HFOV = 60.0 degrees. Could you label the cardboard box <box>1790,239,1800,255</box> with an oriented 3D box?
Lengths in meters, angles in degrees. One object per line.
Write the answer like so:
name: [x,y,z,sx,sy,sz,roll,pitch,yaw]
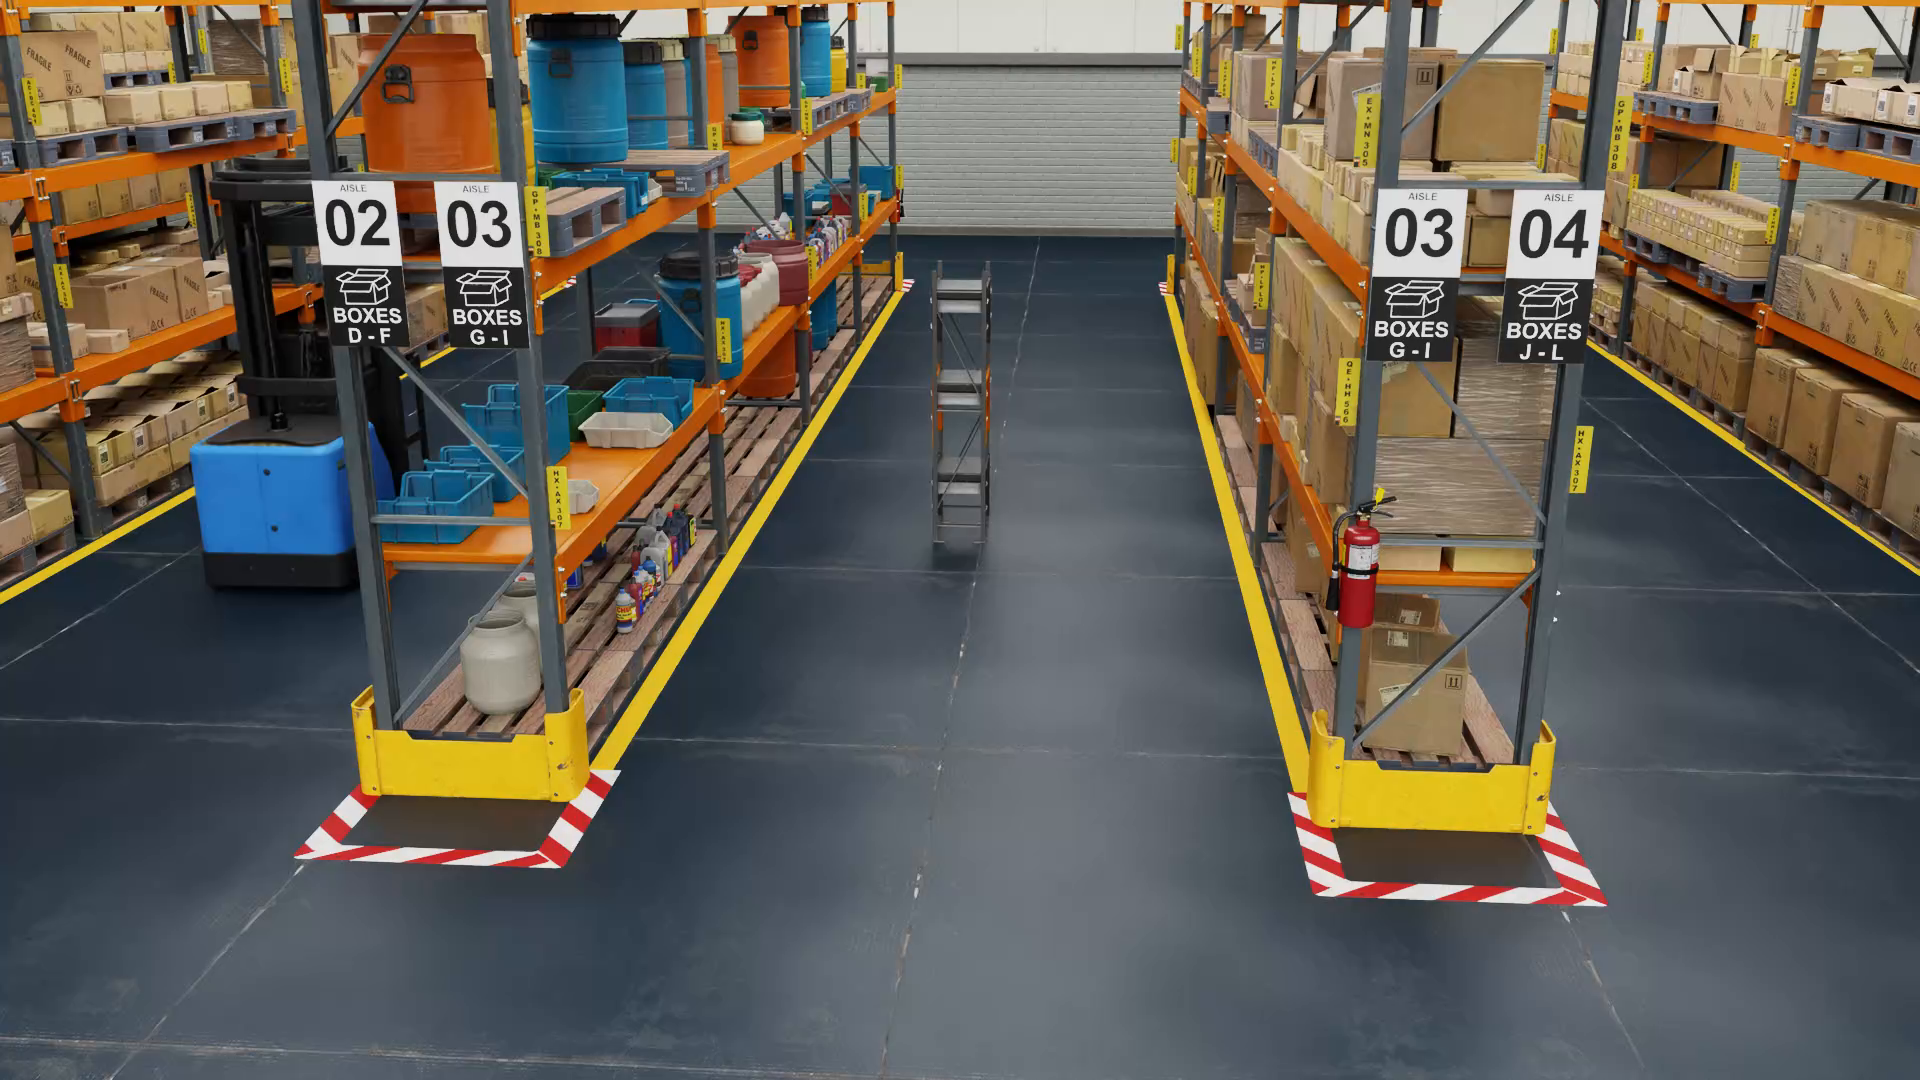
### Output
cardboard box: [8.154,-2.775,15.826,0.380,0.149,0.250,2,18,7]

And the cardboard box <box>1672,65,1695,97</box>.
cardboard box: [7.916,-4.880,17.650,0.500,0.311,0.500,1,18,3]

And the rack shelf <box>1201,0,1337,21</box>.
rack shelf: [3.105,-5.406,16.767,1.077,0.370,4.000,1,18,4]

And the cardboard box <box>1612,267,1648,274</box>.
cardboard box: [8.677,-3.442,21.559,0.380,0.149,0.250,2,18,6]

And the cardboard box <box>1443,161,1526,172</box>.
cardboard box: [2.761,-1.923,8.758,0.380,0.149,0.250,1,18,4]

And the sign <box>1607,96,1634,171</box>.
sign: [2.930,-1.810,7.408,0.100,0.325,0.005,1,18,4]

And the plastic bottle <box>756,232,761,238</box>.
plastic bottle: [-2.223,-3.227,18.161,0.097,0.271,0.097,0,18,0]

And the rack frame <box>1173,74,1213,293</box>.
rack frame: [3.535,-4.950,23.214,1.000,3.000,0.127,1,18,4]

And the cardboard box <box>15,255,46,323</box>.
cardboard box: [-11.490,-3.013,20.079,0.750,0.750,0.750,1,18,5]

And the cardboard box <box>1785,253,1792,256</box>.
cardboard box: [8.173,-2.705,16.091,0.380,0.149,0.250,2,18,7]

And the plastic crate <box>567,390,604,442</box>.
plastic crate: [-2.644,-0.818,10.942,0.450,0.188,0.662,1,18,4]

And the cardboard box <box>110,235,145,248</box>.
cardboard box: [-11.499,-4.112,22.952,0.380,0.149,0.250,2,18,5]

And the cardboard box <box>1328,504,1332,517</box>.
cardboard box: [2.221,-0.189,9.085,0.380,0.149,0.250,1,18,4]

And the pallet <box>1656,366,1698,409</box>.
pallet: [8.049,-1.619,17.525,1.003,0.211,1.213,1,18,4]

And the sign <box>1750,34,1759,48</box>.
sign: [8.742,-5.413,18.345,0.100,0.325,0.005,1,18,4]

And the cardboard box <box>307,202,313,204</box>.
cardboard box: [-6.730,-3.413,17.687,0.700,0.500,0.500,5,19,14]

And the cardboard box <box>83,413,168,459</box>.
cardboard box: [-6.886,-0.883,13.642,0.500,0.311,0.500,1,18,3]

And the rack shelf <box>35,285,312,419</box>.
rack shelf: [-7.062,-1.725,14.526,1.077,0.370,4.000,1,18,4]

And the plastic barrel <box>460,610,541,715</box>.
plastic barrel: [-2.581,0.685,9.337,0.421,0.512,0.421,0,18,0]

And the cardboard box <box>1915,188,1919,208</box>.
cardboard box: [13.099,-4.634,22.087,0.500,0.500,0.500,1,18,3]

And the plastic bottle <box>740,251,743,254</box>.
plastic bottle: [-2.290,-2.906,17.292,0.097,0.201,0.097,0,18,0]

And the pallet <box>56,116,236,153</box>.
pallet: [-6.955,-3.464,14.162,1.003,0.211,1.213,2,18,6]

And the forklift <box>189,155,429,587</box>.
forklift: [-4.752,-1.468,12.697,1.130,2.935,3.031,1,18,3]

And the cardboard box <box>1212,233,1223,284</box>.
cardboard box: [2.792,-2.827,16.572,0.500,0.500,0.500,1,18,3]

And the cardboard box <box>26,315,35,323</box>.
cardboard box: [-7.326,-1.659,13.385,0.396,0.266,0.258,1,18,3]

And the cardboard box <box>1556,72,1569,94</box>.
cardboard box: [8.188,-6.029,21.928,0.500,0.250,0.500,2,18,6]

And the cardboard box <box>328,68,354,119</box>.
cardboard box: [-6.847,-4.617,17.219,0.910,0.500,0.500,1,18,4]

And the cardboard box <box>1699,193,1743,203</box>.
cardboard box: [8.336,-3.716,18.221,0.380,0.149,0.250,1,18,2]

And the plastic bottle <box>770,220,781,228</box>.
plastic bottle: [-2.131,-3.511,19.019,0.152,0.276,0.135,1,18,4]

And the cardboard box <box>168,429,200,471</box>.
cardboard box: [-6.857,-0.778,14.222,0.500,0.250,0.500,1,18,2]

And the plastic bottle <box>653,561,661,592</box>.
plastic bottle: [-2.057,0.241,11.158,0.097,0.201,0.097,0,18,0]

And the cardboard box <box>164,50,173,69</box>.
cardboard box: [-11.074,-6.650,22.989,0.500,0.250,0.500,2,18,6]

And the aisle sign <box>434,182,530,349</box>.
aisle sign: [-2.265,-1.298,7.893,0.394,0.787,0.004,1,18,4]

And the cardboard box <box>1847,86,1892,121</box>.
cardboard box: [7.595,-3.549,13.527,0.500,0.250,0.500,2,18,5]

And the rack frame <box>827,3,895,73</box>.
rack frame: [-1.405,-7.912,22.617,1.000,3.000,0.127,1,18,4]

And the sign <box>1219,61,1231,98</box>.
sign: [2.409,-4.189,15.116,0.100,0.325,0.005,1,18,4]

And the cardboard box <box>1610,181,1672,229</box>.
cardboard box: [7.941,-3.911,19.404,0.500,0.500,0.500,1,18,4]

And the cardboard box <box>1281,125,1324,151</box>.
cardboard box: [2.344,-2.673,11.047,0.380,0.149,0.250,1,18,2]

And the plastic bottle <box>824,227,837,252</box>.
plastic bottle: [-1.460,-3.360,18.559,0.152,0.276,0.135,1,18,4]

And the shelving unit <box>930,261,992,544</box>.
shelving unit: [0.012,-1.049,12.753,0.431,2.100,0.503,1,18,4]

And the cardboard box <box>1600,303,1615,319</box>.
cardboard box: [7.901,-2.741,19.898,0.380,0.149,0.250,0,18,1]

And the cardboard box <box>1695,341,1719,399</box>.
cardboard box: [7.729,-1.707,16.654,0.500,0.500,0.500,2,18,6]

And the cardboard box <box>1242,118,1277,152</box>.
cardboard box: [2.610,-3.360,13.785,0.500,0.250,0.500,2,18,5]

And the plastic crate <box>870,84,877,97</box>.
plastic crate: [-1.305,-5.714,21.150,0.437,0.136,0.530,1,18,4]

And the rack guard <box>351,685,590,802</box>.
rack guard: [-2.593,1.072,8.850,1.175,0.500,0.348,1,18,4]

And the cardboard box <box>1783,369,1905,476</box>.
cardboard box: [7.709,-0.995,14.082,1.050,0.750,0.750,2,18,5]

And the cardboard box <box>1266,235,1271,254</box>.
cardboard box: [3.023,-2.369,14.499,0.700,0.500,0.500,4,19,12]

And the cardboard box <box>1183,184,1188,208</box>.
cardboard box: [3.129,-4.398,21.290,0.500,0.250,0.500,1,18,3]

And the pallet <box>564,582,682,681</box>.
pallet: [-2.440,0.579,10.818,1.003,0.211,1.213,1,18,4]

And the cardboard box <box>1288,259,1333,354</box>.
cardboard box: [2.319,-1.443,10.265,0.500,0.500,0.500,1,18,4]

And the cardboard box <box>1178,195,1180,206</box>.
cardboard box: [3.146,-4.569,22.453,0.380,0.149,0.250,1,18,3]

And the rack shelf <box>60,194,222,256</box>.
rack shelf: [-11.430,-4.319,22.442,1.077,0.370,4.000,1,18,4]

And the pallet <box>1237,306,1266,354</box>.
pallet: [2.861,-1.759,13.782,1.003,0.211,1.213,1,18,4]

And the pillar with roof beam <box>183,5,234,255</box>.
pillar with roof beam: [-7.662,-8.895,25.617,9.100,9.000,0.400,1,18,4]
